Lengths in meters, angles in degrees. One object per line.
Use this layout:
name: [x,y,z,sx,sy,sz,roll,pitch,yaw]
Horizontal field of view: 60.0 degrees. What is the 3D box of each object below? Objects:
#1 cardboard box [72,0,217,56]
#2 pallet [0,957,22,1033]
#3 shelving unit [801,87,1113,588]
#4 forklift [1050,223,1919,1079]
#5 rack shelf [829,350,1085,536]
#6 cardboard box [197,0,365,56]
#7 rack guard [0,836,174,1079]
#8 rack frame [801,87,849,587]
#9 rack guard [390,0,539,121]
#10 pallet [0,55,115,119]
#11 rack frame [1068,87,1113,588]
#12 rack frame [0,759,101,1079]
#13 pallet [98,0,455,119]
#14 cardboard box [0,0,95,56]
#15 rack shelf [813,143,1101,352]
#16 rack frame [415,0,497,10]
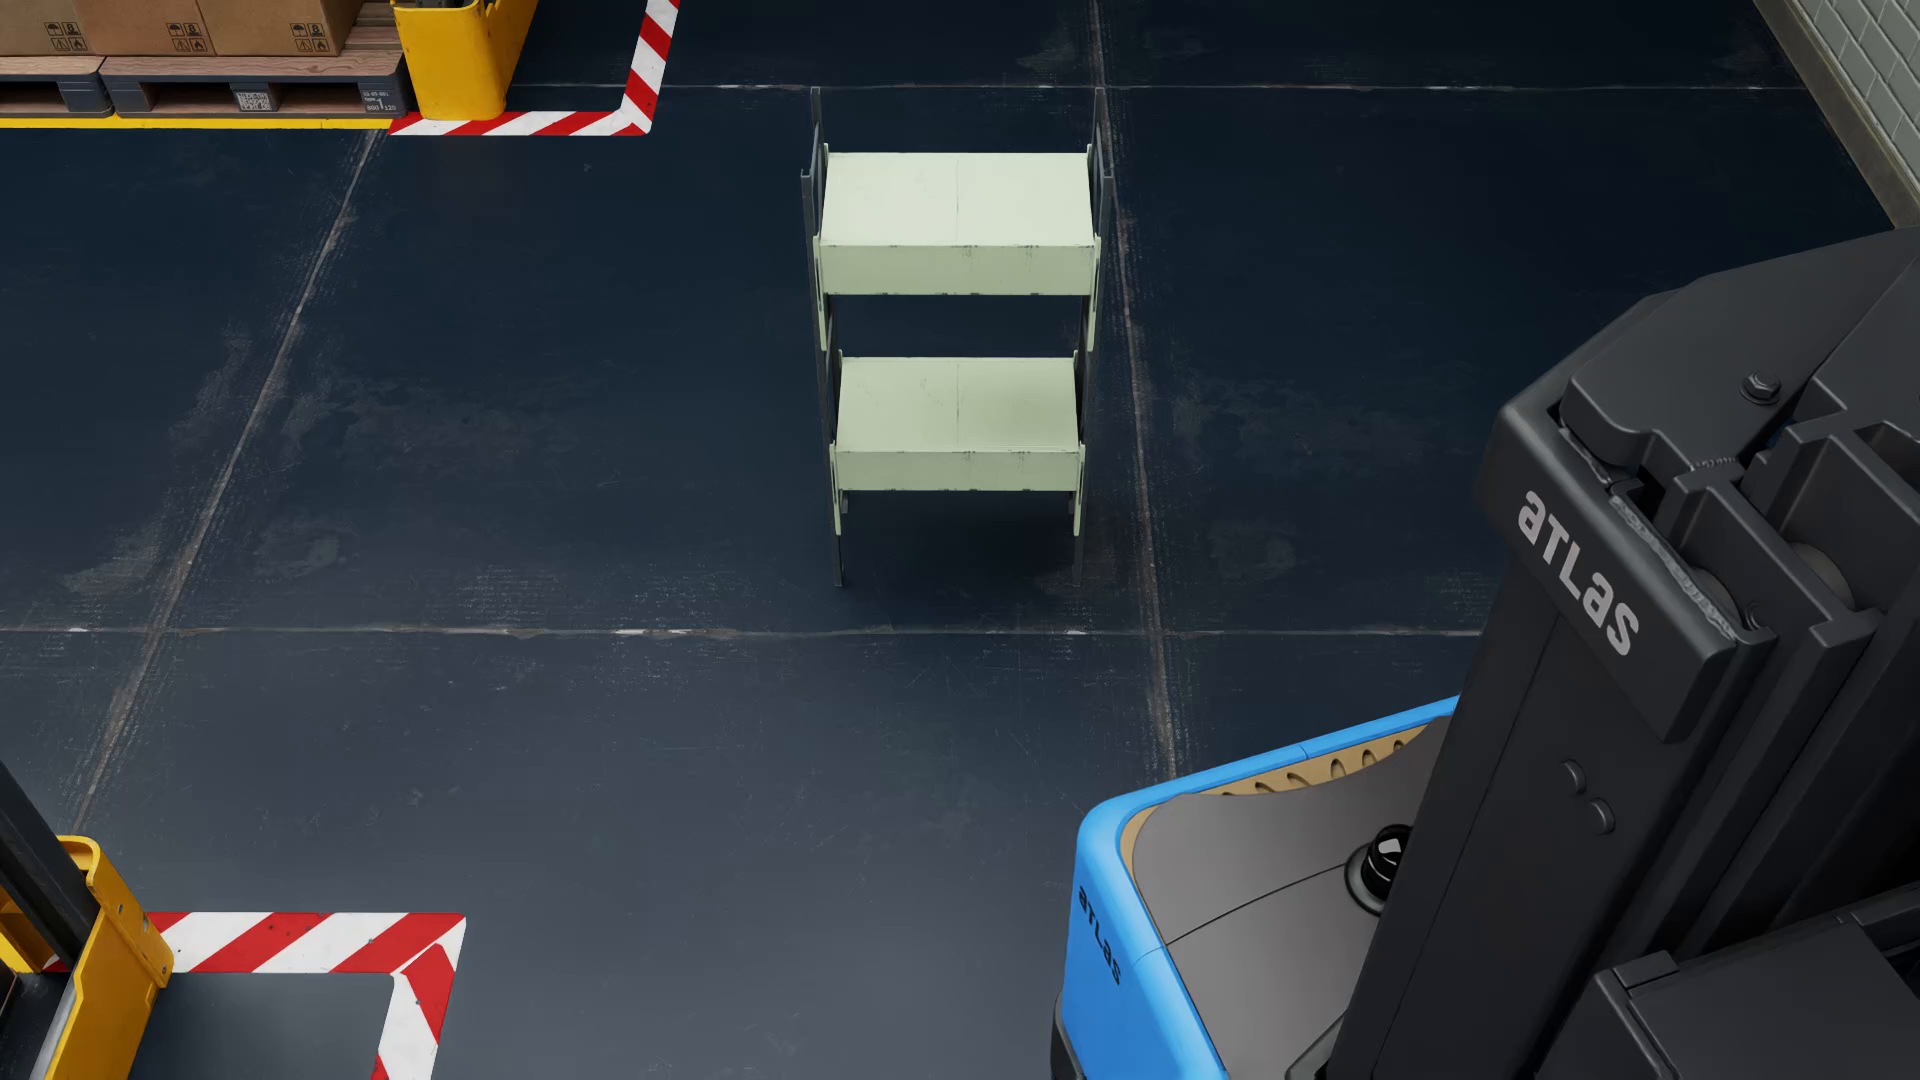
cardboard box: [-3.290,-2.402,6.858,0.500,0.500,0.700,0,47,0]
pallet: [-2.977,1.394,3.809,1.213,0.211,1.003,0,47,0]
shelving unit: [-0.007,-0.511,4.701,0.755,1.500,0.431,0,47,0]
forklift: [1.179,1.170,2.158,1.130,2.935,3.031,-14,49,-13]
rack shelf: [-0.007,-0.289,4.940,0.720,0.370,0.431,0,47,0]
cardboard box: [-2.789,-2.401,6.856,0.500,0.500,0.700,0,47,0]
rack guard: [-2.180,1.297,3.702,0.348,0.500,1.175,0,47,0]
rack frame: [-0.373,-0.512,4.702,0.023,1.500,0.400,0,47,0]
rack guard: [-2.065,-2.329,7.076,0.348,0.500,1.175,0,47,0]
pallet: [-4.106,-2.181,7.136,1.213,0.211,1.003,0,47,0]
rack frame: [0.359,-0.510,4.700,0.023,1.500,0.400,0,47,0]
rack frame: [-2.104,0.445,2.786,0.127,3.000,1.000,0,47,0]
pallet: [-2.889,-2.176,7.131,1.213,0.211,1.003,0,47,0]
cardboard box: [-3.793,-2.403,6.858,0.500,0.500,0.700,-1,47,-1]
rack shelf: [-0.007,-0.777,4.415,0.720,0.370,0.431,0,47,0]
rack frame: [-2.089,-3.181,6.161,0.127,3.000,1.000,0,47,0]
